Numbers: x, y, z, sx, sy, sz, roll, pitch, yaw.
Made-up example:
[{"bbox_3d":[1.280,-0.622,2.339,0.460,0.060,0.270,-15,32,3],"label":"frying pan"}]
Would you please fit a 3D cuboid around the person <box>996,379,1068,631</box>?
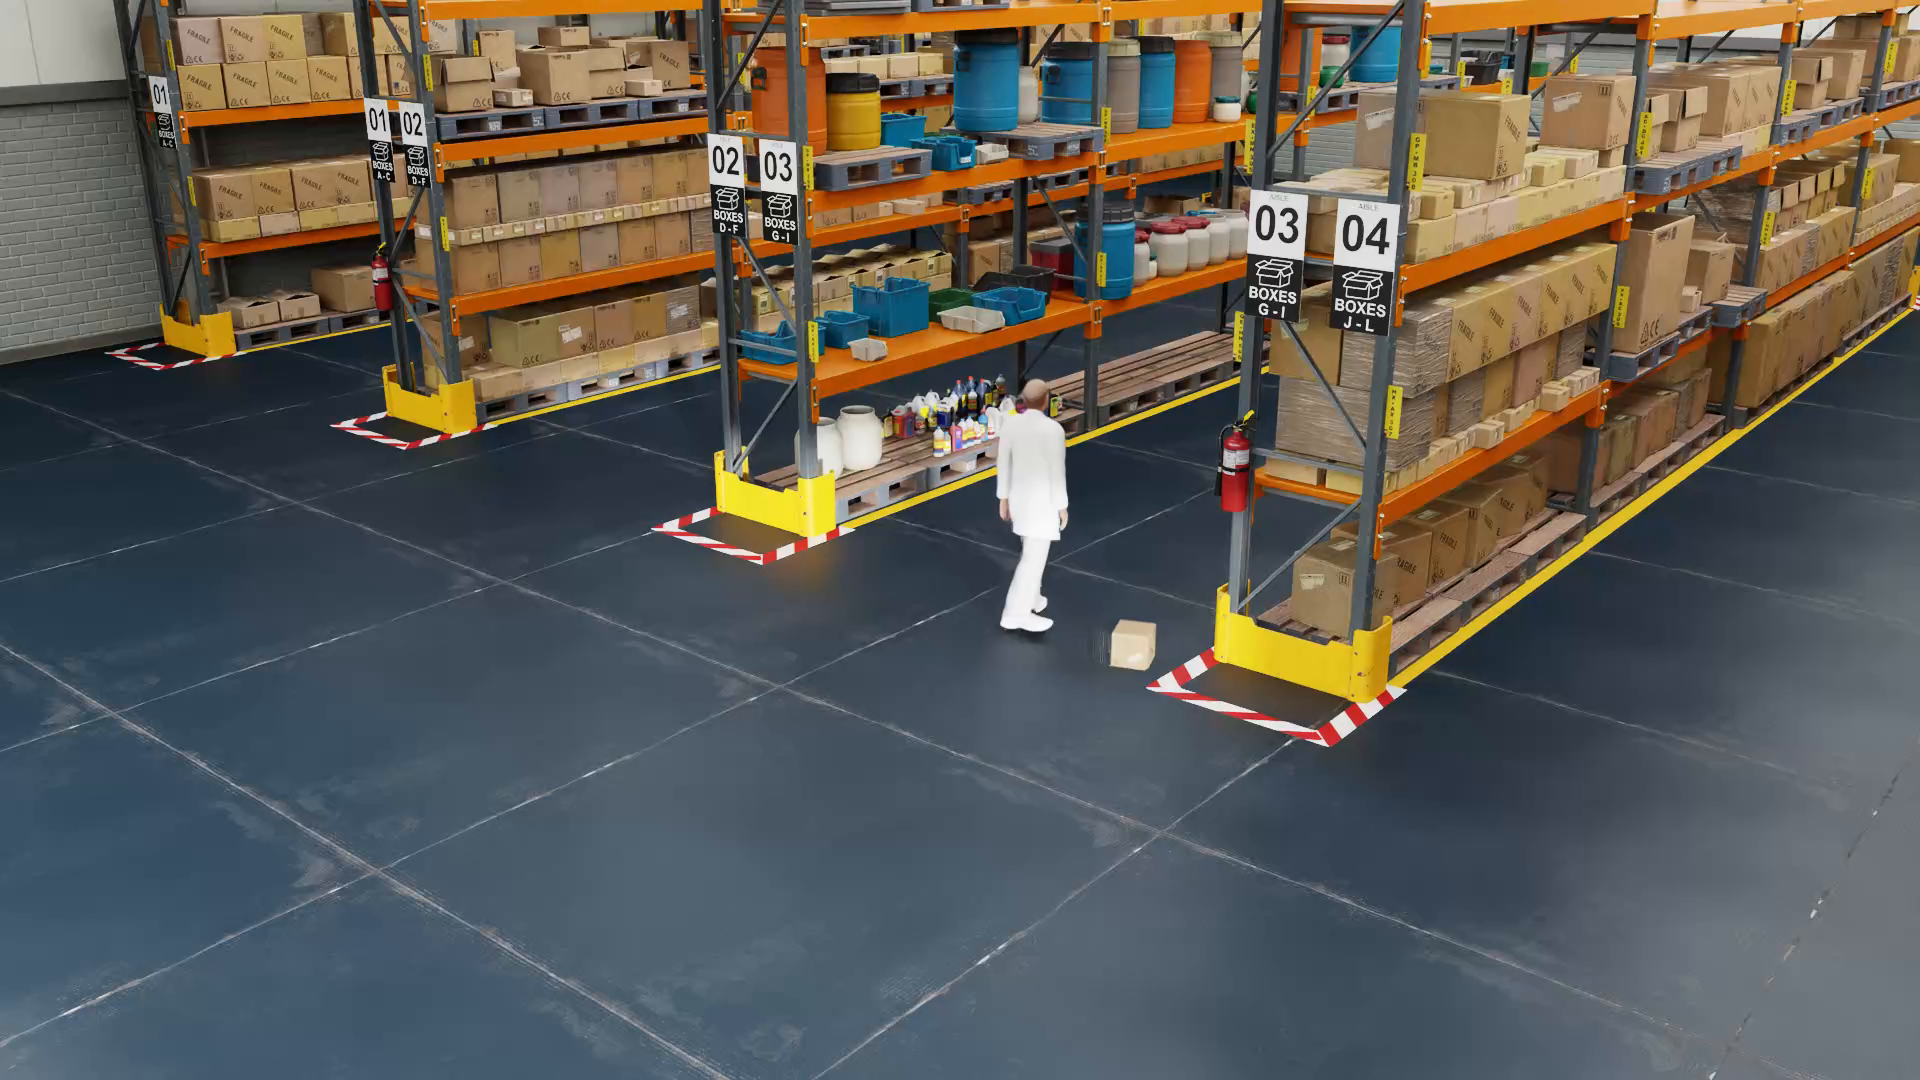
[{"bbox_3d":[0.492,-0.253,11.797,0.624,1.770,0.613,-18,27,-41],"label":"person"}]
